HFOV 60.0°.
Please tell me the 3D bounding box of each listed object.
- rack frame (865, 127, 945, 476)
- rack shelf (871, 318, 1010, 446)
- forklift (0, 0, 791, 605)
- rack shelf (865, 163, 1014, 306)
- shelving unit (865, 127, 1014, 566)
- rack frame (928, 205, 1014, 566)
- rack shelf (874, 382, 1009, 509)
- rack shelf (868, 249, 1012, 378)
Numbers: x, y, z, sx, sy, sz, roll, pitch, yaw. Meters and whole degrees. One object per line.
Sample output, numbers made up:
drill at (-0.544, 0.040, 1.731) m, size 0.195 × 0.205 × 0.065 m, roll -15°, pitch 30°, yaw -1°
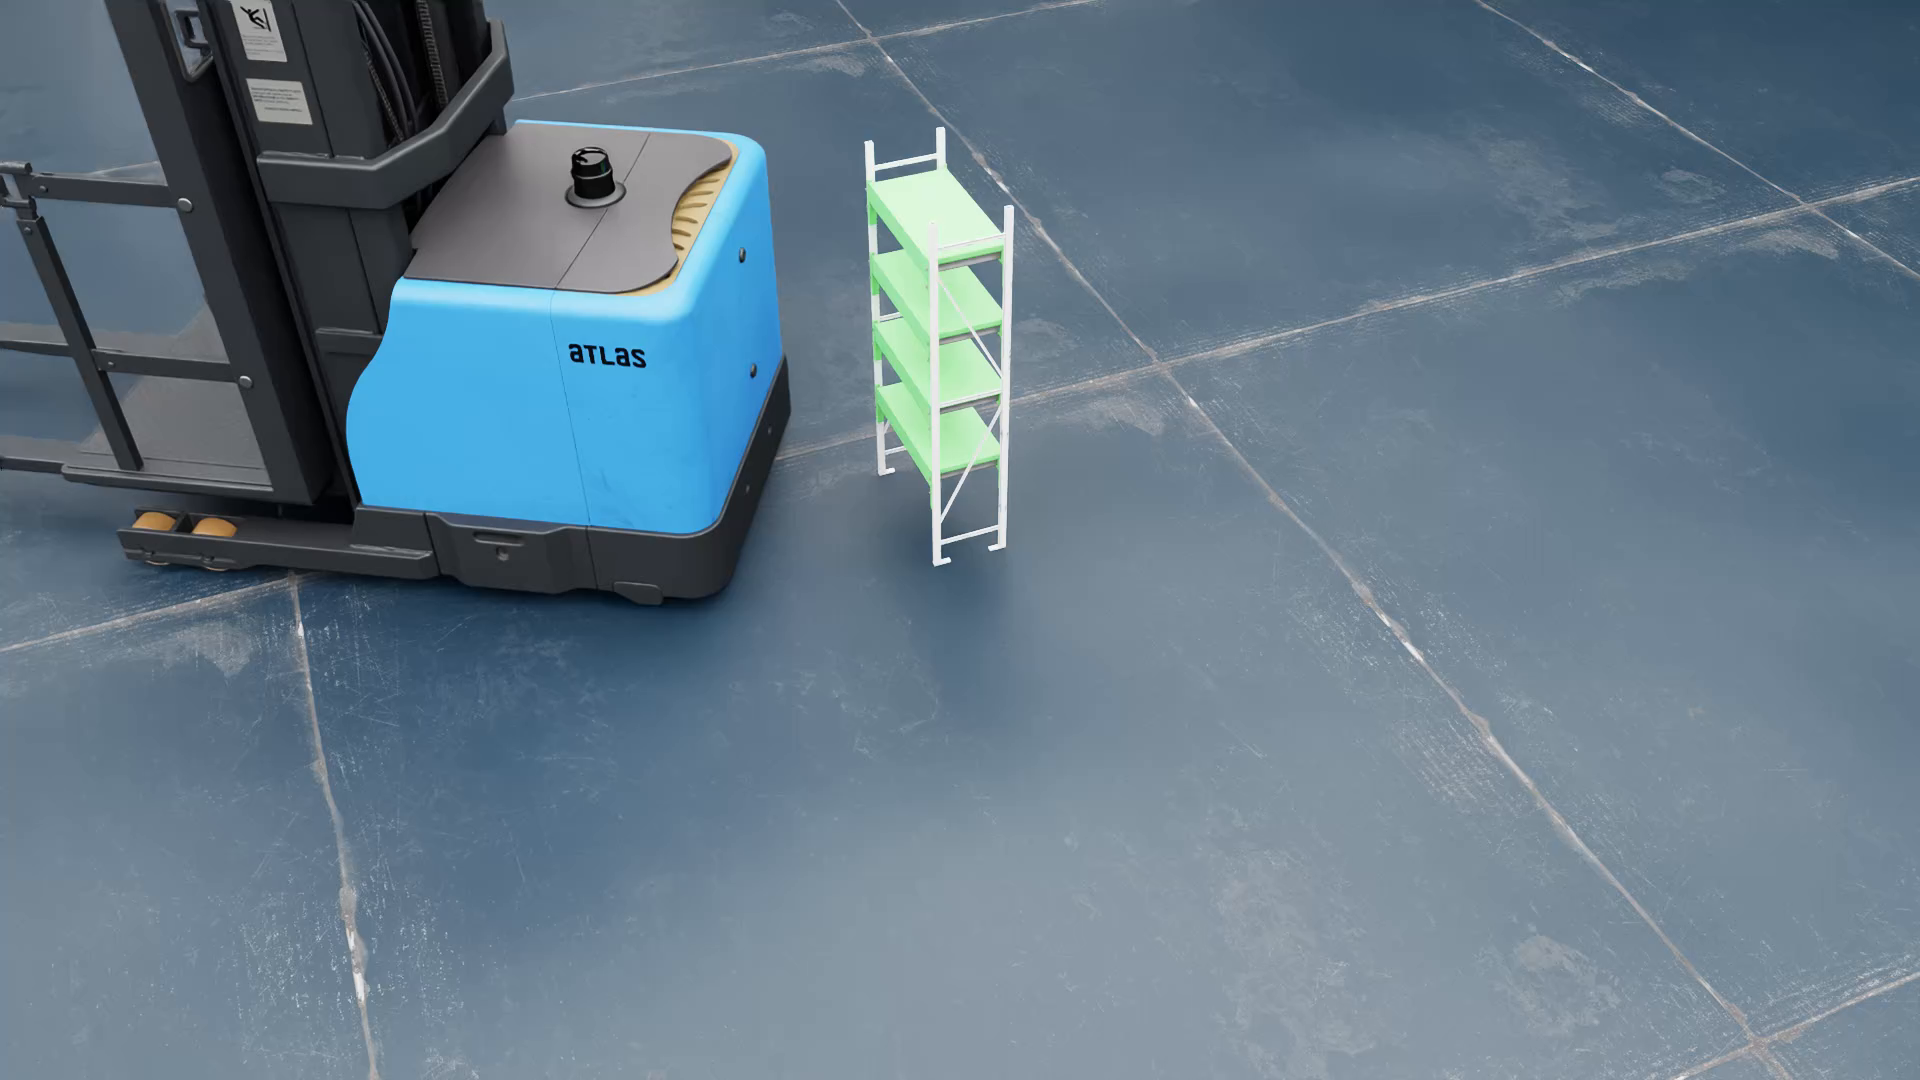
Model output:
rack frame at (-0.157, -0.702, 5.146) m, size 0.240 × 1.200 × 0.015 m, roll -15°, pitch 43°, yaw -17°
rack shelf at (-0.063, -0.506, 5.016) m, size 0.258 × 0.148 × 0.480 m, roll -15°, pitch 43°, yaw -17°
forklift at (-2.133, -1.350, 4.572) m, size 3.031 × 2.935 × 1.130 m, roll 5°, pitch 41°, yaw 6°
rack shelf at (-0.063, -0.870, 4.703) m, size 0.258 × 0.148 × 0.480 m, roll -15°, pitch 43°, yaw -17°
shelving unit at (-0.063, -0.555, 4.975) m, size 0.258 × 1.200 × 0.503 m, roll -15°, pitch 43°, yaw -17°
rack frame at (0.030, -0.408, 4.804) m, size 0.240 × 1.200 × 0.015 m, roll -15°, pitch 43°, yaw -17°
rack shelf at (-0.063, -0.324, 5.173) m, size 0.258 × 0.148 × 0.480 m, roll -15°, pitch 43°, yaw -17°
rack shelf at (-0.063, -0.688, 4.860) m, size 0.258 × 0.148 × 0.480 m, roll -15°, pitch 43°, yaw -17°
